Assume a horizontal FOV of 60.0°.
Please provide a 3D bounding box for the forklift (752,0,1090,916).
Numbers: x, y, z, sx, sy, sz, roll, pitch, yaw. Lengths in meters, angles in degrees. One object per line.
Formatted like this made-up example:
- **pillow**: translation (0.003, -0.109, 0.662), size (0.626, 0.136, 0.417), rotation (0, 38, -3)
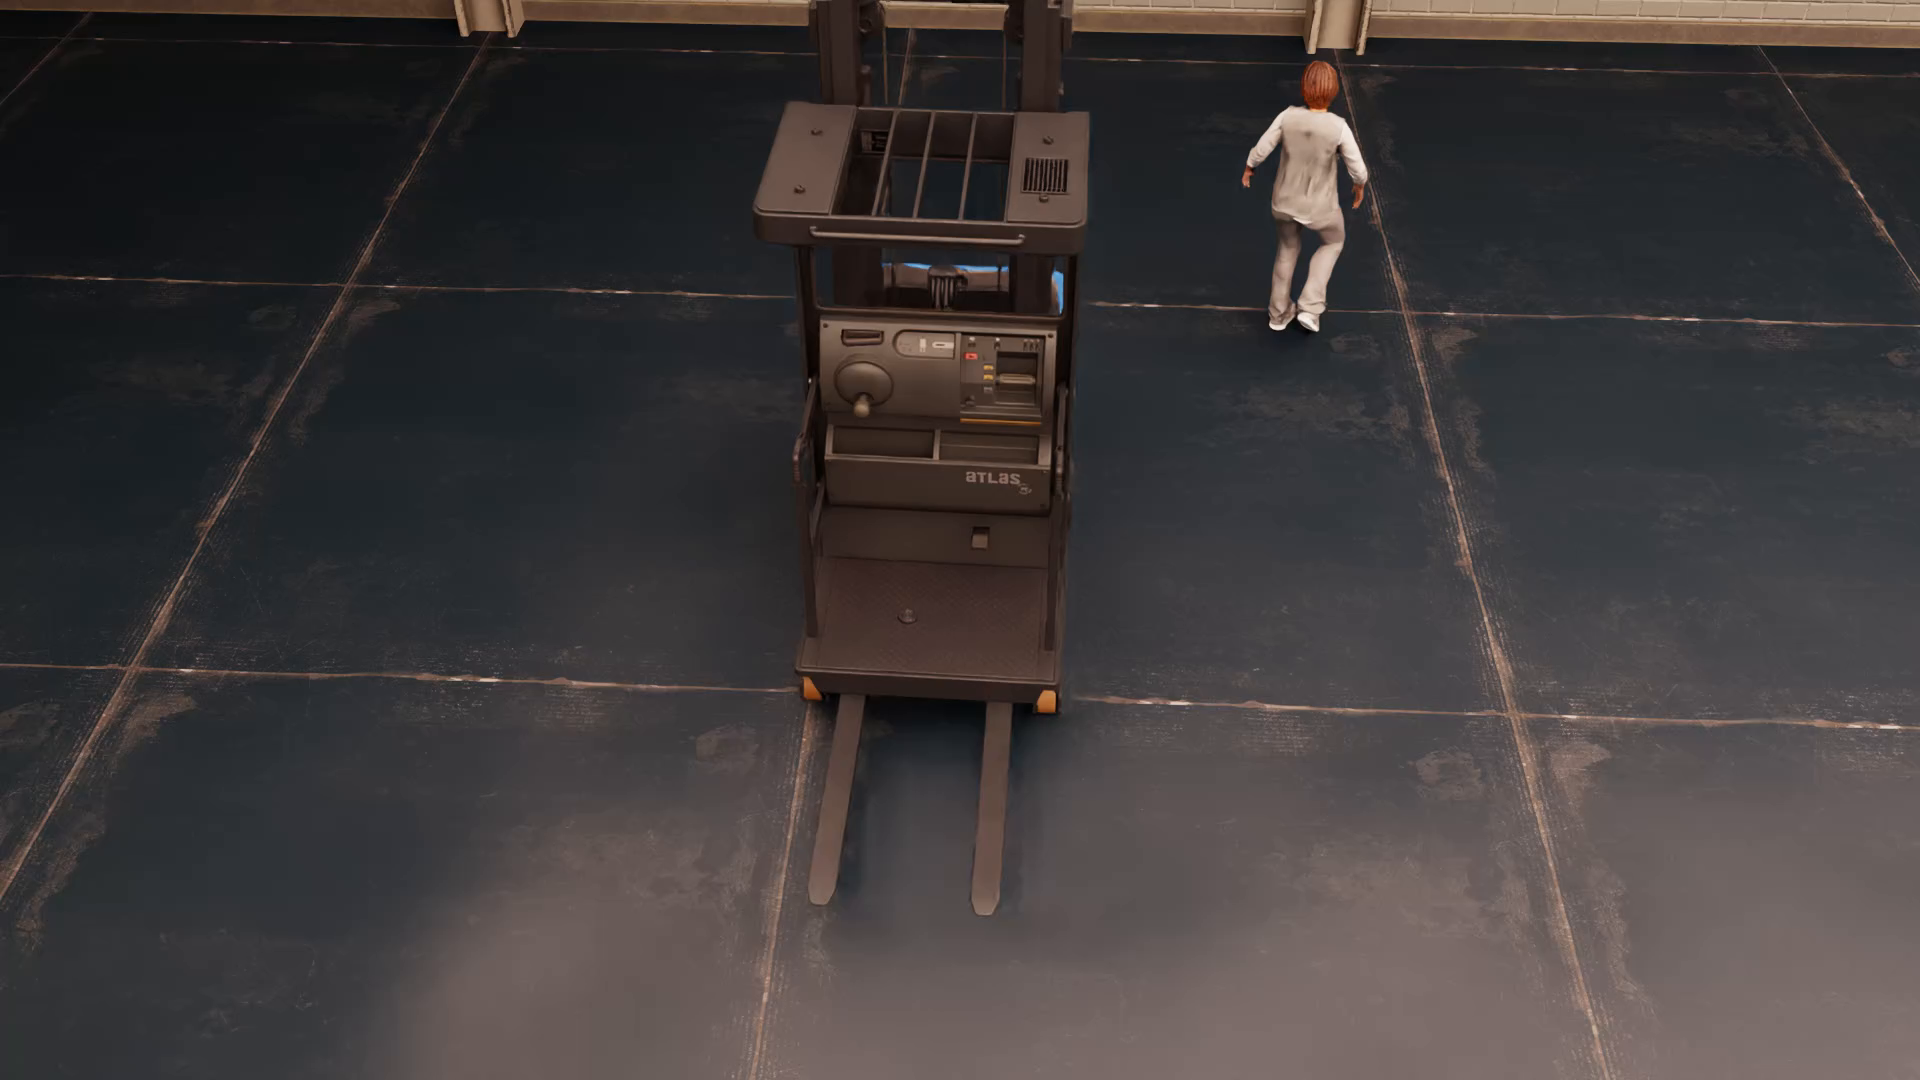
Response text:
- **forklift**: translation (-0.102, -0.579, 6.377), size (1.130, 2.935, 3.031), rotation (3, 42, 3)

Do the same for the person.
- **person**: translation (1.786, -1.789, 8.724), size (0.669, 1.564, 0.411), rotation (23, 47, 23)
